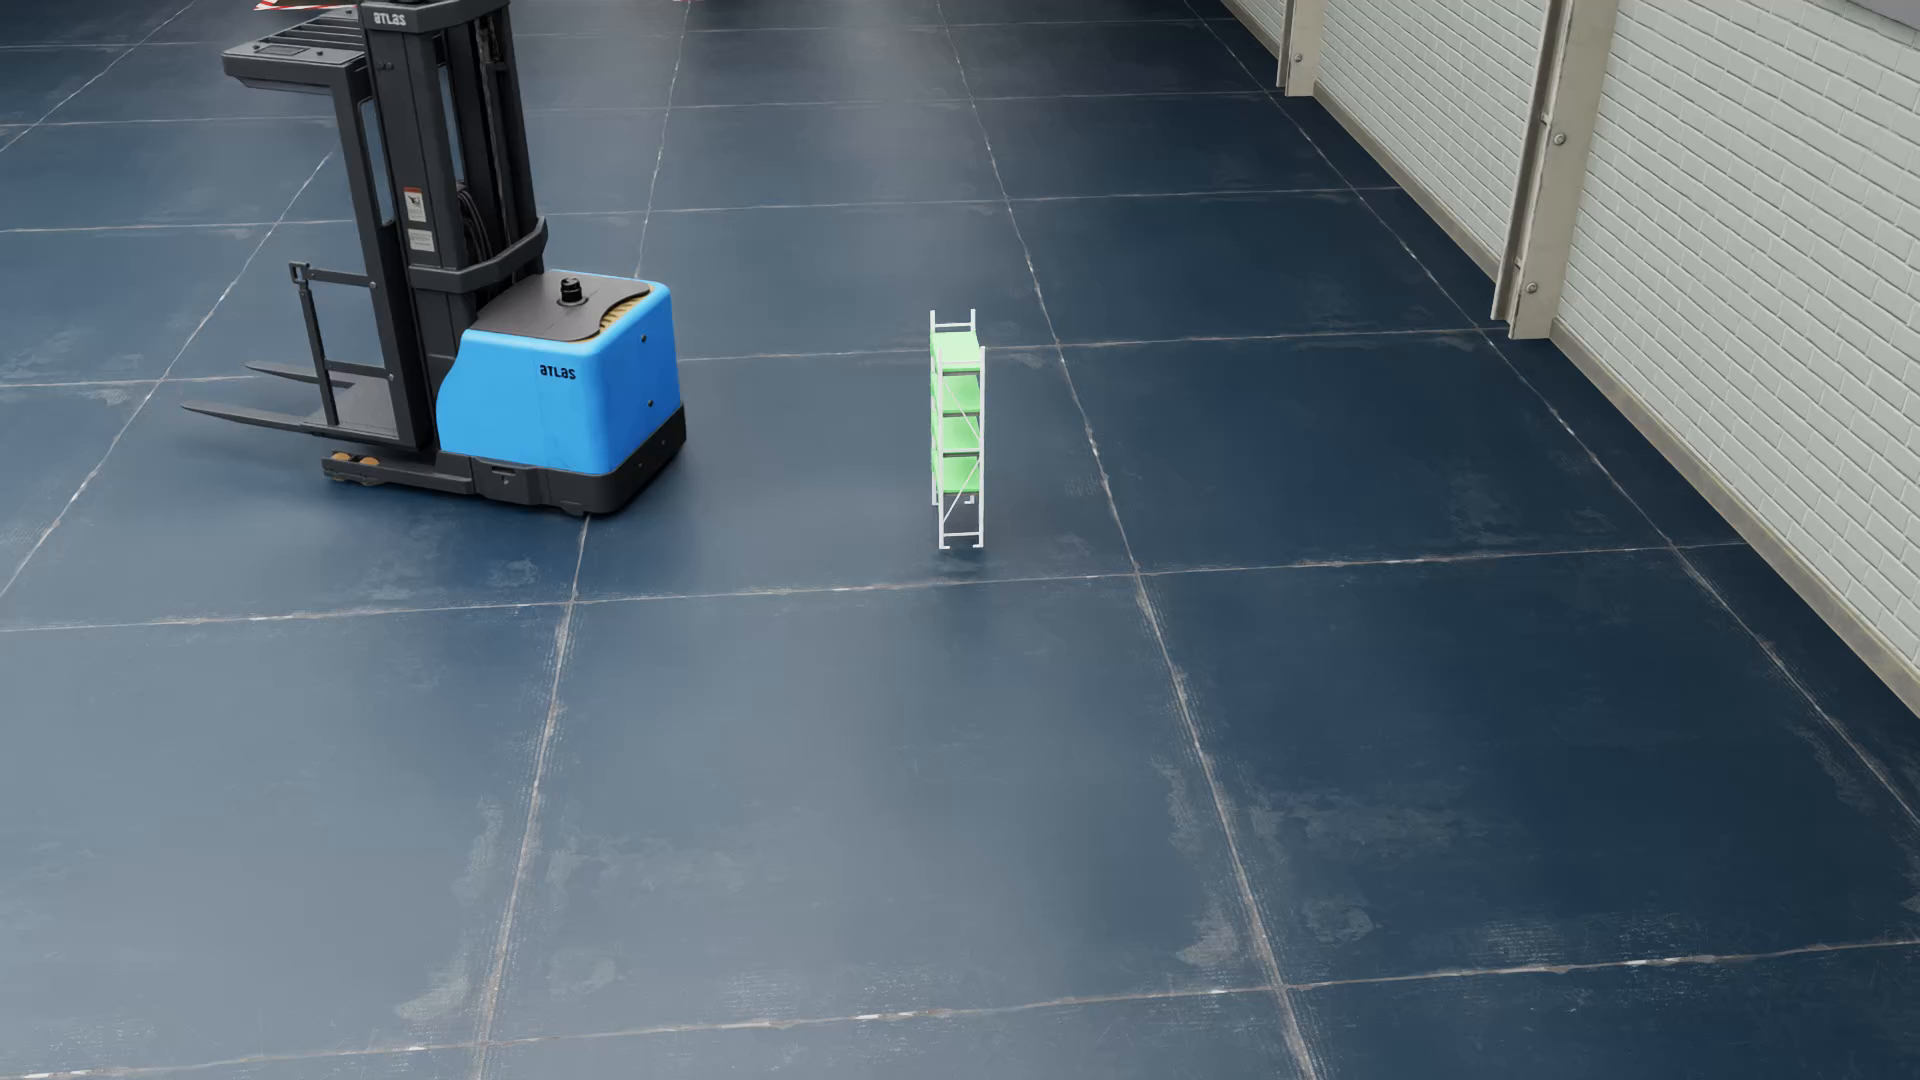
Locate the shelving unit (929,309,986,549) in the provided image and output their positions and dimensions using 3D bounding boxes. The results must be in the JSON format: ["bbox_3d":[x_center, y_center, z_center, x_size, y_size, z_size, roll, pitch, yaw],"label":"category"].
[{"bbox_3d":[-0.016,-0.600,9.084,0.258,1.200,0.503,-3,31,-5],"label":"shelving unit"}]

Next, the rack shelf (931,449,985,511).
[{"bbox_3d":[-0.015,-0.339,9.240,0.258,0.148,0.480,-3,31,-5],"label":"rack shelf"}]

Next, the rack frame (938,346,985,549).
[{"bbox_3d":[0.007,-0.475,8.875,0.240,1.200,0.015,-3,31,-5],"label":"rack frame"}]

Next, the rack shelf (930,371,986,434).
[{"bbox_3d":[-0.016,-0.751,8.994,0.258,0.148,0.480,-3,31,-5],"label":"rack shelf"}]

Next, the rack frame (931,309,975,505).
[{"bbox_3d":[-0.038,-0.724,9.292,0.240,1.200,0.015,-3,31,-5],"label":"rack frame"}]

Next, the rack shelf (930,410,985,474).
[{"bbox_3d":[-0.016,-0.545,9.117,0.258,0.148,0.480,-3,31,-5],"label":"rack shelf"}]

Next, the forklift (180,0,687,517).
[{"bbox_3d":[-3.241,-1.821,9.441,3.031,2.935,1.130,9,32,15],"label":"forklift"}]

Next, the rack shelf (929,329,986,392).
[{"bbox_3d":[-0.016,-0.957,8.870,0.258,0.148,0.480,-3,31,-5],"label":"rack shelf"}]

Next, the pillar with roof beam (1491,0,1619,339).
[{"bbox_3d":[-0.311,-5.164,9.120,9.100,9.000,0.400,-3,31,-5],"label":"pillar with roof beam"}]

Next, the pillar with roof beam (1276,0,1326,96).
[{"bbox_3d":[-0.872,-8.227,14.249,9.100,9.000,0.400,-3,31,-5],"label":"pillar with roof beam"}]
